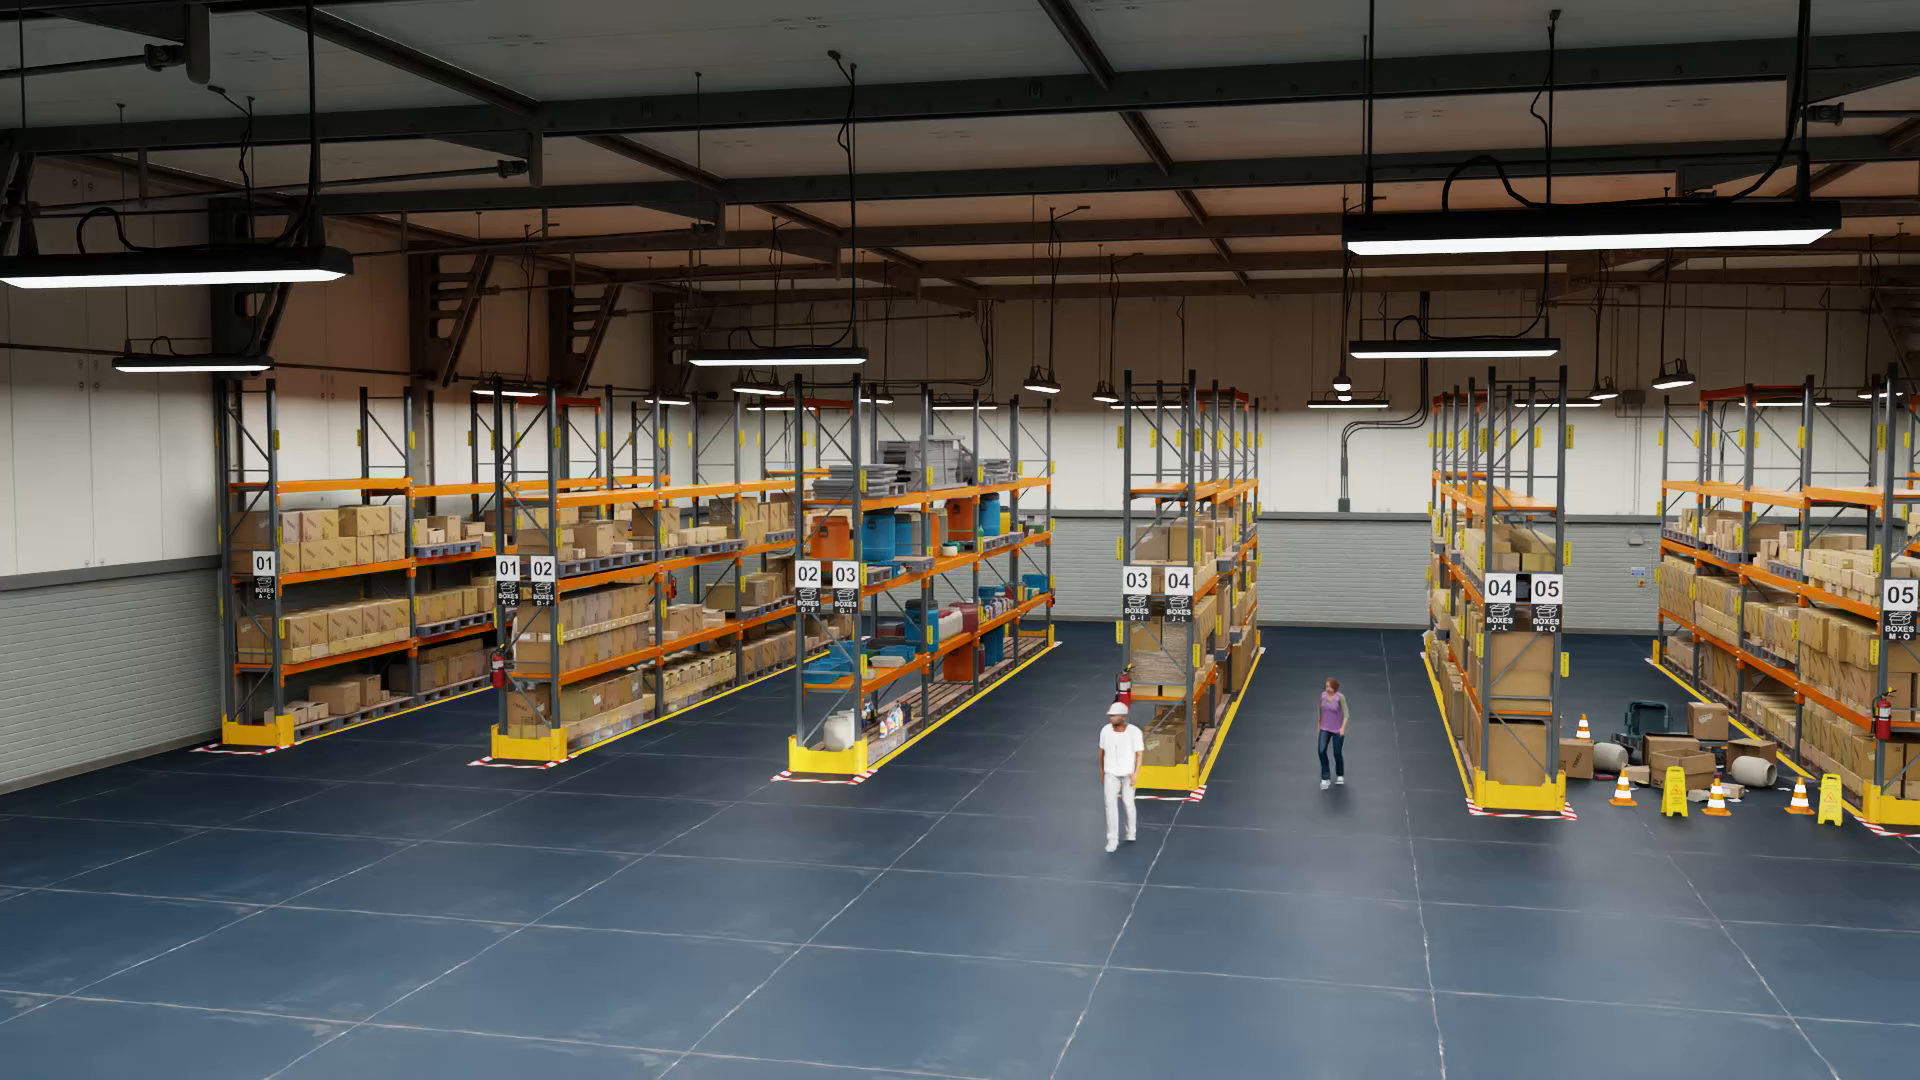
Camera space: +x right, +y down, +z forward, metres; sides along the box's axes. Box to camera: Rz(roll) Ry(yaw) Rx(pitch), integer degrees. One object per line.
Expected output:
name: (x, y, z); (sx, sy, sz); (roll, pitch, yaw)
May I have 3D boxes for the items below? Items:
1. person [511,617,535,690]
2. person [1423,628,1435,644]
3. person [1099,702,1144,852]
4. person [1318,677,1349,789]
person: (-8.527, 2.203, 32.655); (0.606, 1.743, 0.720); (-1, 4, -14)
person: (11.441, 1.765, 39.870); (0.617, 1.668, 0.486); (2, 4, 34)
person: (1.965, 2.907, 20.516); (0.595, 1.794, 0.774); (1, 4, 20)
person: (5.396, 2.778, 24.076); (0.537, 1.610, 0.606); (2, 4, 35)
